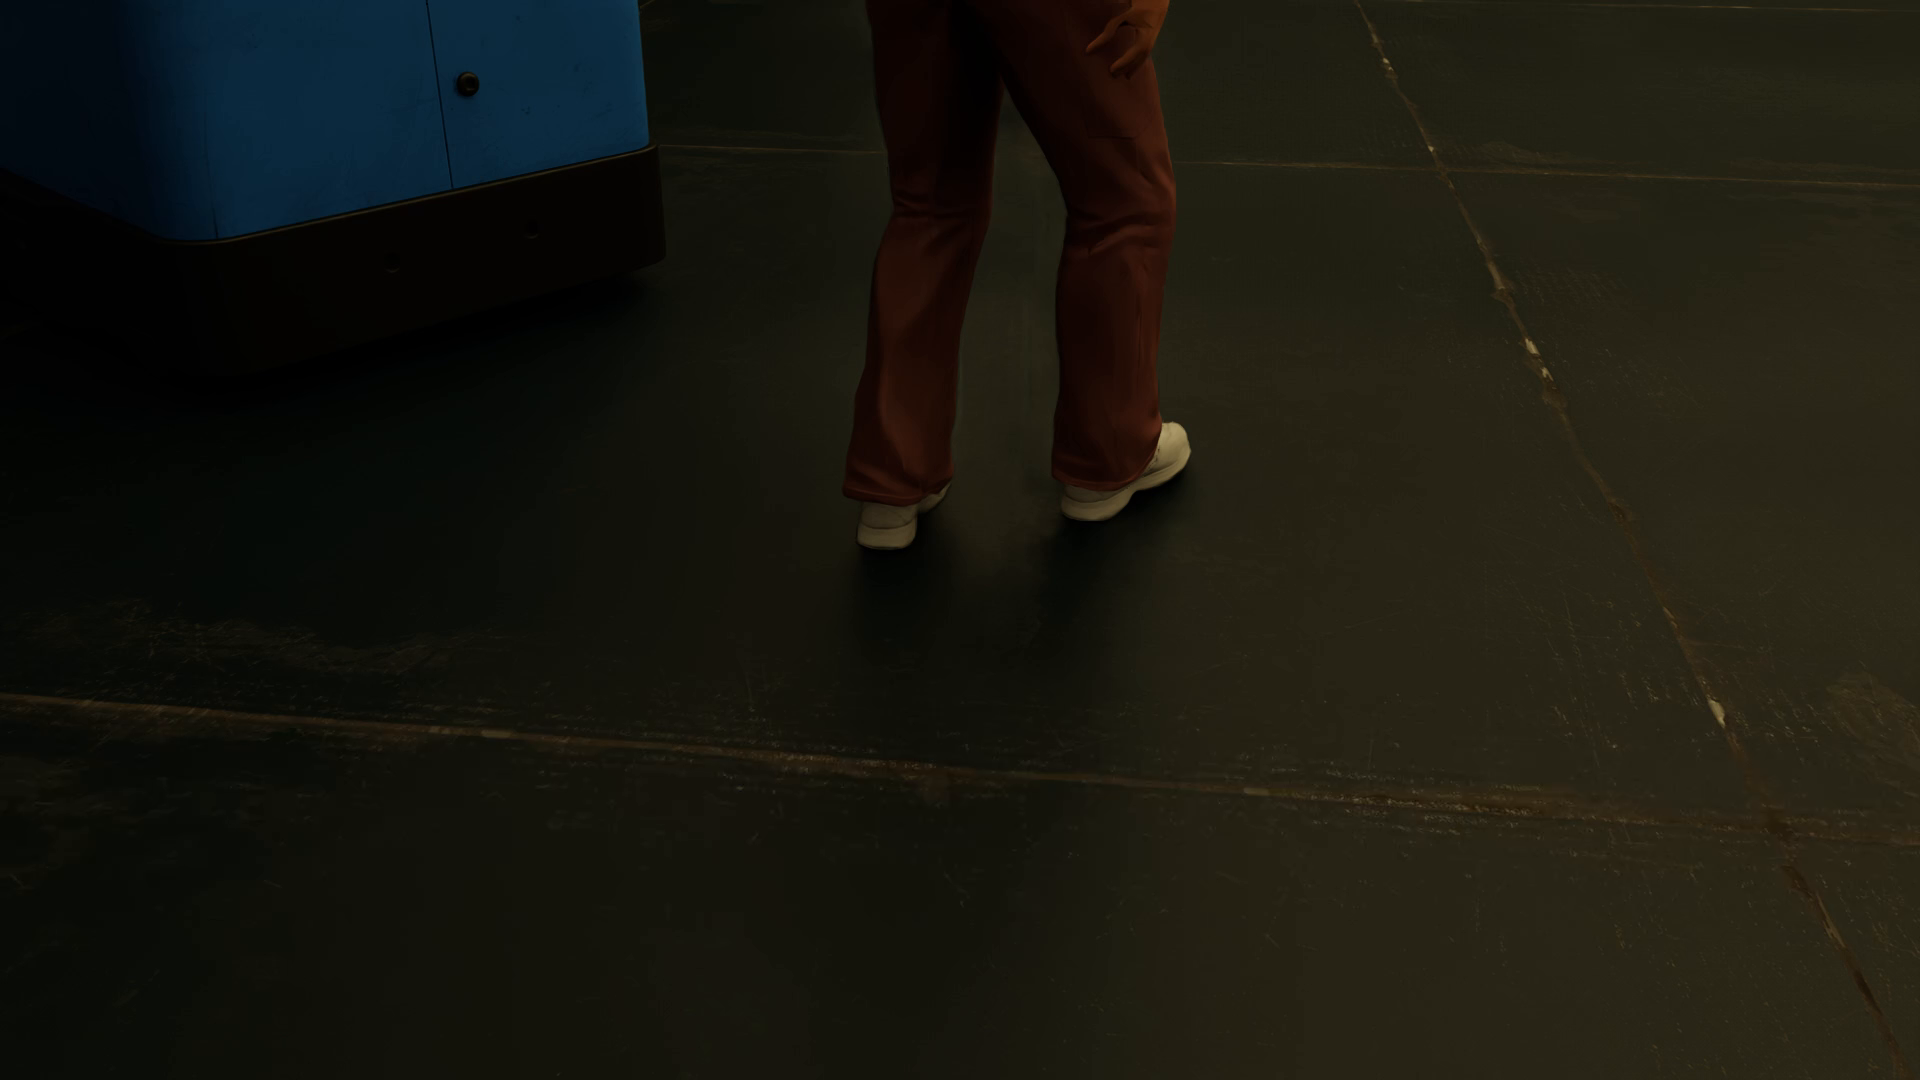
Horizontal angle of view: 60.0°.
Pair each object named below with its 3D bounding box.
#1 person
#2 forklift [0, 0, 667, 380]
[{"bbox_3d":[0.088,-0.803,2.258,0.588,1.656,0.587,19,32,33],"label":"person"},{"bbox_3d":[-2.051,-2.143,3.513,3.031,2.935,1.130,22,34,37],"label":"forklift"}]
